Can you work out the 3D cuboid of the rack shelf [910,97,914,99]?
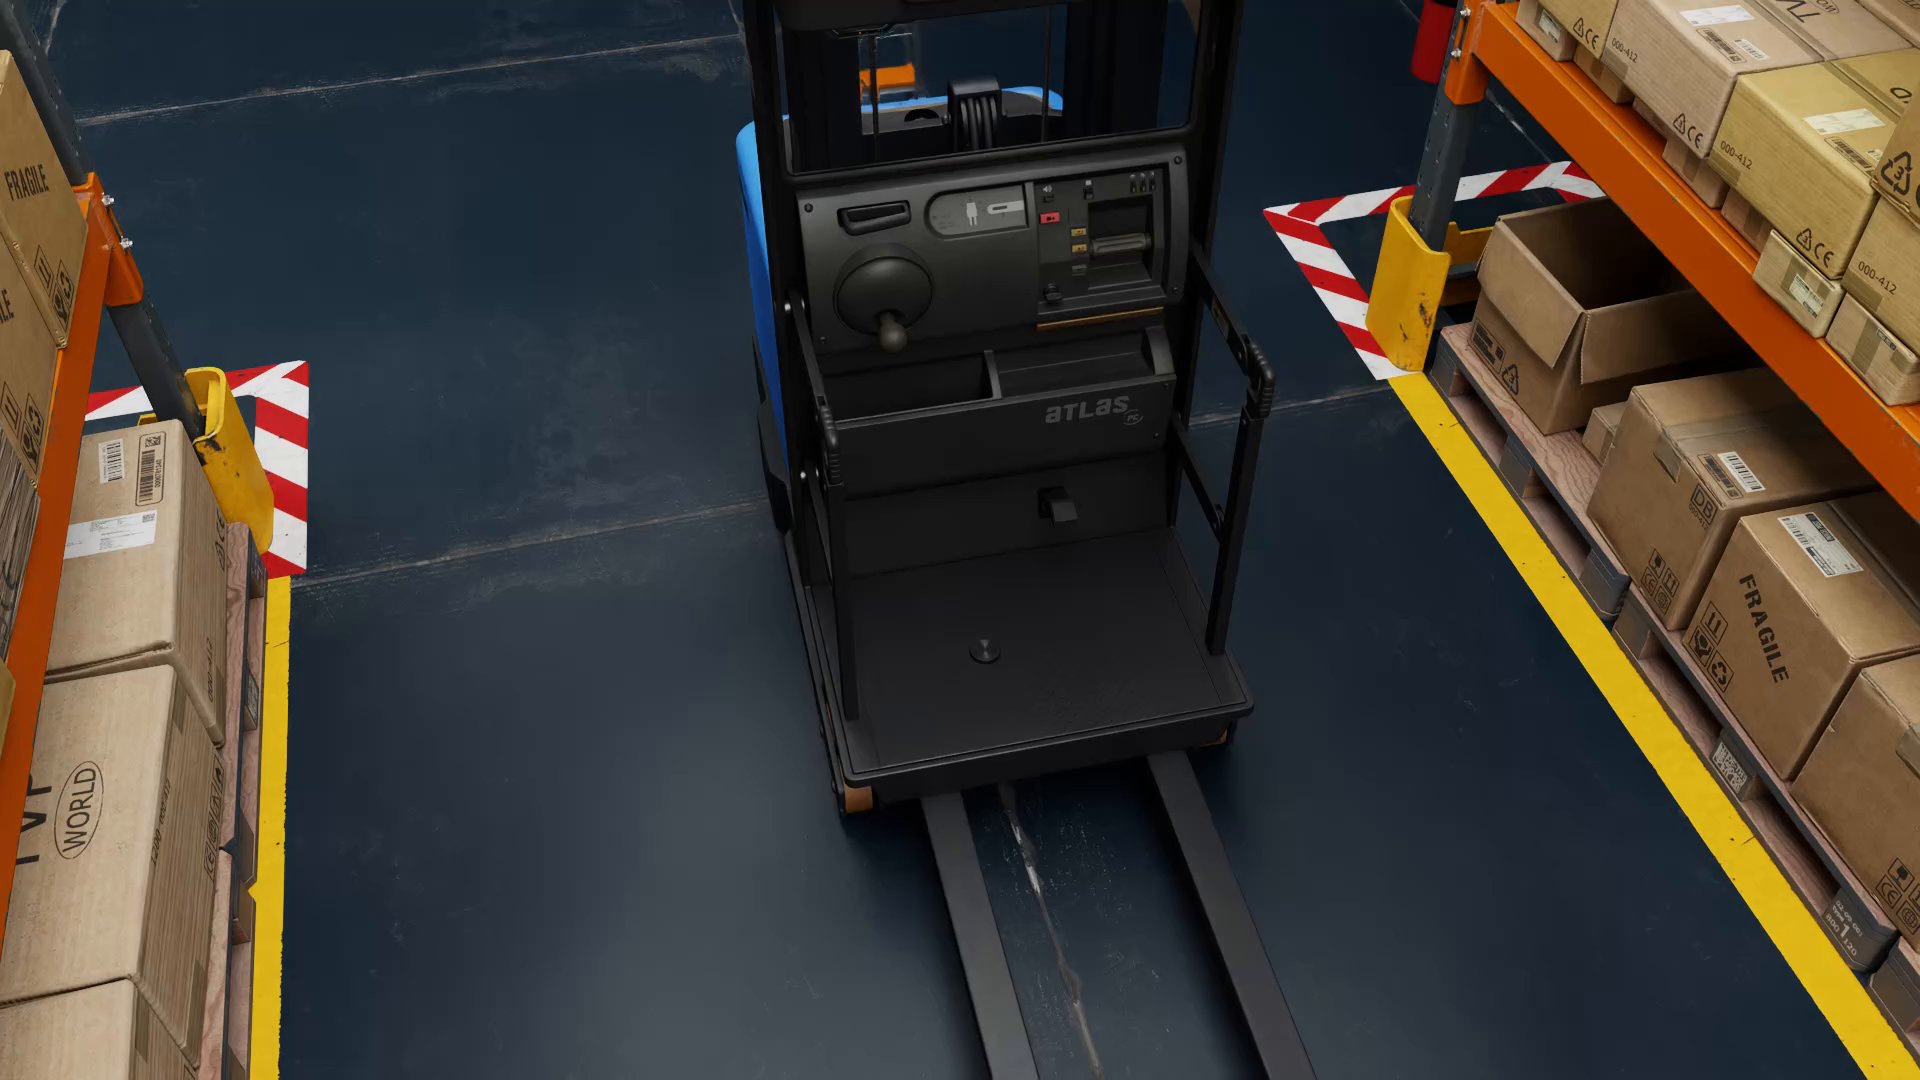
[{"bbox_3d":[-0.254,-1.367,5.472,0.258,0.103,0.180,-9,34,-8],"label":"rack shelf"}]

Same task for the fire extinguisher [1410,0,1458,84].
[{"bbox_3d":[1.556,-1.765,5.195,0.296,0.674,0.183,-11,47,-10],"label":"fire extinguisher"}]

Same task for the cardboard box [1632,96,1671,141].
[{"bbox_3d":[2.070,-1.198,4.500,0.380,0.149,0.250,-11,47,-11],"label":"cardboard box"}]

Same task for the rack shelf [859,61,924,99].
[{"bbox_3d":[-0.259,-1.467,5.406,0.258,0.103,0.180,-9,34,-8],"label":"rack shelf"}]

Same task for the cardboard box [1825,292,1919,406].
[{"bbox_3d":[2.228,-0.464,3.781,0.380,0.149,0.250,-10,46,-9],"label":"cardboard box"}]

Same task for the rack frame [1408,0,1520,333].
[{"bbox_3d":[2.041,-1.906,5.017,1.000,3.000,0.127,-11,47,-10],"label":"rack frame"}]

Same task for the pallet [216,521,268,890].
[{"bbox_3d":[-2.476,0.518,4.594,1.003,0.211,1.213,-11,47,-10],"label":"pallet"}]

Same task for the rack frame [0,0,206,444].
[{"bbox_3d":[-2.757,-0.996,4.125,1.000,3.000,0.127,-11,47,-10],"label":"rack frame"}]

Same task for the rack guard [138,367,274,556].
[{"bbox_3d":[-2.763,-0.137,5.034,1.175,0.500,0.348,-11,47,-10],"label":"rack guard"}]

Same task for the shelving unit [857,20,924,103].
[{"bbox_3d":[-0.245,-1.204,5.580,0.258,1.200,0.189,-9,34,-8],"label":"shelving unit"}]

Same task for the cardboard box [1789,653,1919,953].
[{"bbox_3d":[2.553,0.576,4.042,0.700,0.500,0.500,-12,47,-12],"label":"cardboard box"}]

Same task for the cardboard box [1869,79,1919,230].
[{"bbox_3d":[2.281,-0.822,3.327,0.500,0.500,0.500,-10,46,-9],"label":"cardboard box"}]

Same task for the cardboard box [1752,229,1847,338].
[{"bbox_3d":[2.141,-0.642,3.955,0.380,0.149,0.250,-12,47,-11],"label":"cardboard box"}]

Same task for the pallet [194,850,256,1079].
[{"bbox_3d":[-2.168,1.359,3.771,1.003,0.211,1.213,-11,47,-10],"label":"pallet"}]

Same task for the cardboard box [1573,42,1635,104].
[{"bbox_3d":[1.969,-1.374,4.672,0.380,0.149,0.250,-10,46,-9],"label":"cardboard box"}]

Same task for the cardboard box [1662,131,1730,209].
[{"bbox_3d":[2.076,-1.013,4.318,0.380,0.149,0.250,-9,46,-9],"label":"cardboard box"}]

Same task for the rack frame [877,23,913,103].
[{"bbox_3d":[-0.264,-1.253,5.655,0.240,1.200,0.006,-9,34,-8],"label":"rack frame"}]

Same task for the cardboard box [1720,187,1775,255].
[{"bbox_3d":[2.149,-0.830,4.140,0.380,0.149,0.250,-10,46,-10],"label":"cardboard box"}]

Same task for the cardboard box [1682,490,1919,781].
[{"bbox_3d":[2.326,0.242,4.368,0.500,0.500,0.500,-10,46,-10],"label":"cardboard box"}]

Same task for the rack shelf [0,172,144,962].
[{"bbox_3d":[-2.245,0.637,3.029,1.077,0.370,4.000,-11,47,-10],"label":"rack shelf"}]

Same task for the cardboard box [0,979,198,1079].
[{"bbox_3d":[-2.019,1.445,3.234,0.875,0.438,0.875,-12,47,-11],"label":"cardboard box"}]

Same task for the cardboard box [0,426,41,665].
[{"bbox_3d":[-2.122,-0.043,3.122,0.500,0.500,0.500,-9,46,-9],"label":"cardboard box"}]

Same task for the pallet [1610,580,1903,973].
[{"bbox_3d":[2.574,0.514,4.599,1.003,0.211,1.213,-11,47,-10],"label":"pallet"}]

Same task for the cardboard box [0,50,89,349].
[{"bbox_3d":[-2.377,-0.746,3.811,0.500,0.500,0.500,-10,47,-10],"label":"cardboard box"}]

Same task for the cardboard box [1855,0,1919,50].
[{"bbox_3d":[2.546,-1.332,4.352,0.500,0.250,0.500,-11,47,-10],"label":"cardboard box"}]

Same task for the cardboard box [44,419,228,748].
[{"bbox_3d":[-2.491,0.192,4.462,0.875,0.438,0.875,-12,47,-12],"label":"cardboard box"}]

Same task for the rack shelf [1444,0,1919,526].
[{"bbox_3d":[2.553,-0.273,3.921,1.077,0.370,4.000,-11,47,-10],"label":"rack shelf"}]

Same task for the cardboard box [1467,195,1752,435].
[{"bbox_3d":[2.106,-0.739,5.328,0.797,0.503,0.637,-12,47,-12],"label":"cardboard box"}]

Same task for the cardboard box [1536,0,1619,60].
[{"bbox_3d":[1.896,-1.595,4.609,0.500,0.250,0.500,-10,47,-10],"label":"cardboard box"}]

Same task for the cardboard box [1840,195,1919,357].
[{"bbox_3d":[2.310,-0.548,3.584,0.500,0.250,0.500,-12,47,-11],"label":"cardboard box"}]

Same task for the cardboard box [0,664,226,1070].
[{"bbox_3d":[-2.249,0.822,3.844,0.875,0.438,0.875,-10,46,-9],"label":"cardboard box"}]

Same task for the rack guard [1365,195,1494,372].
[{"bbox_3d":[2.060,-0.978,5.859,1.175,0.500,0.348,-11,47,-10],"label":"rack guard"}]

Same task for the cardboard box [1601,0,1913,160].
[{"bbox_3d":[2.026,-1.247,4.268,0.500,0.250,0.500,-10,46,-10],"label":"cardboard box"}]

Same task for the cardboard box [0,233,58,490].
[{"bbox_3d":[-2.263,-0.397,3.469,0.500,0.500,0.500,-12,47,-11],"label":"cardboard box"}]

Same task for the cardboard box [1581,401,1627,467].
[{"bbox_3d":[2.177,-0.315,5.160,0.380,0.149,0.250,-12,47,-12],"label":"cardboard box"}]

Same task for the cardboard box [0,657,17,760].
[{"bbox_3d":[-1.977,0.311,2.775,0.500,0.500,0.500,-9,46,-9],"label":"cardboard box"}]

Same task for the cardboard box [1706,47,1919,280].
[{"bbox_3d":[2.159,-0.897,3.926,0.500,0.250,0.500,-12,47,-11],"label":"cardboard box"}]

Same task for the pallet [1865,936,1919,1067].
[{"bbox_3d":[2.890,1.358,3.772,1.003,0.211,1.213,-11,47,-10],"label":"pallet"}]

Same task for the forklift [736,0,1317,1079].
[{"bbox_3d":[0.139,-0.589,3.775,1.130,2.935,3.031,-9,46,-9],"label":"forklift"}]

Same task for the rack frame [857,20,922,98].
[{"bbox_3d":[-0.226,-1.156,5.505,0.240,1.200,0.006,-9,34,-8],"label":"rack frame"}]

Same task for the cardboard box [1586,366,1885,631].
[{"bbox_3d":[2.287,-0.141,4.744,0.700,0.500,0.500,-9,46,-9],"label":"cardboard box"}]

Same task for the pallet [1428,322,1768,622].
[{"bbox_3d":[2.265,-0.327,5.423,1.003,0.211,1.213,-11,47,-10],"label":"pallet"}]

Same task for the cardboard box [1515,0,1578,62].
[{"bbox_3d":[1.860,-1.541,4.836,0.380,0.149,0.250,-11,47,-11],"label":"cardboard box"}]
